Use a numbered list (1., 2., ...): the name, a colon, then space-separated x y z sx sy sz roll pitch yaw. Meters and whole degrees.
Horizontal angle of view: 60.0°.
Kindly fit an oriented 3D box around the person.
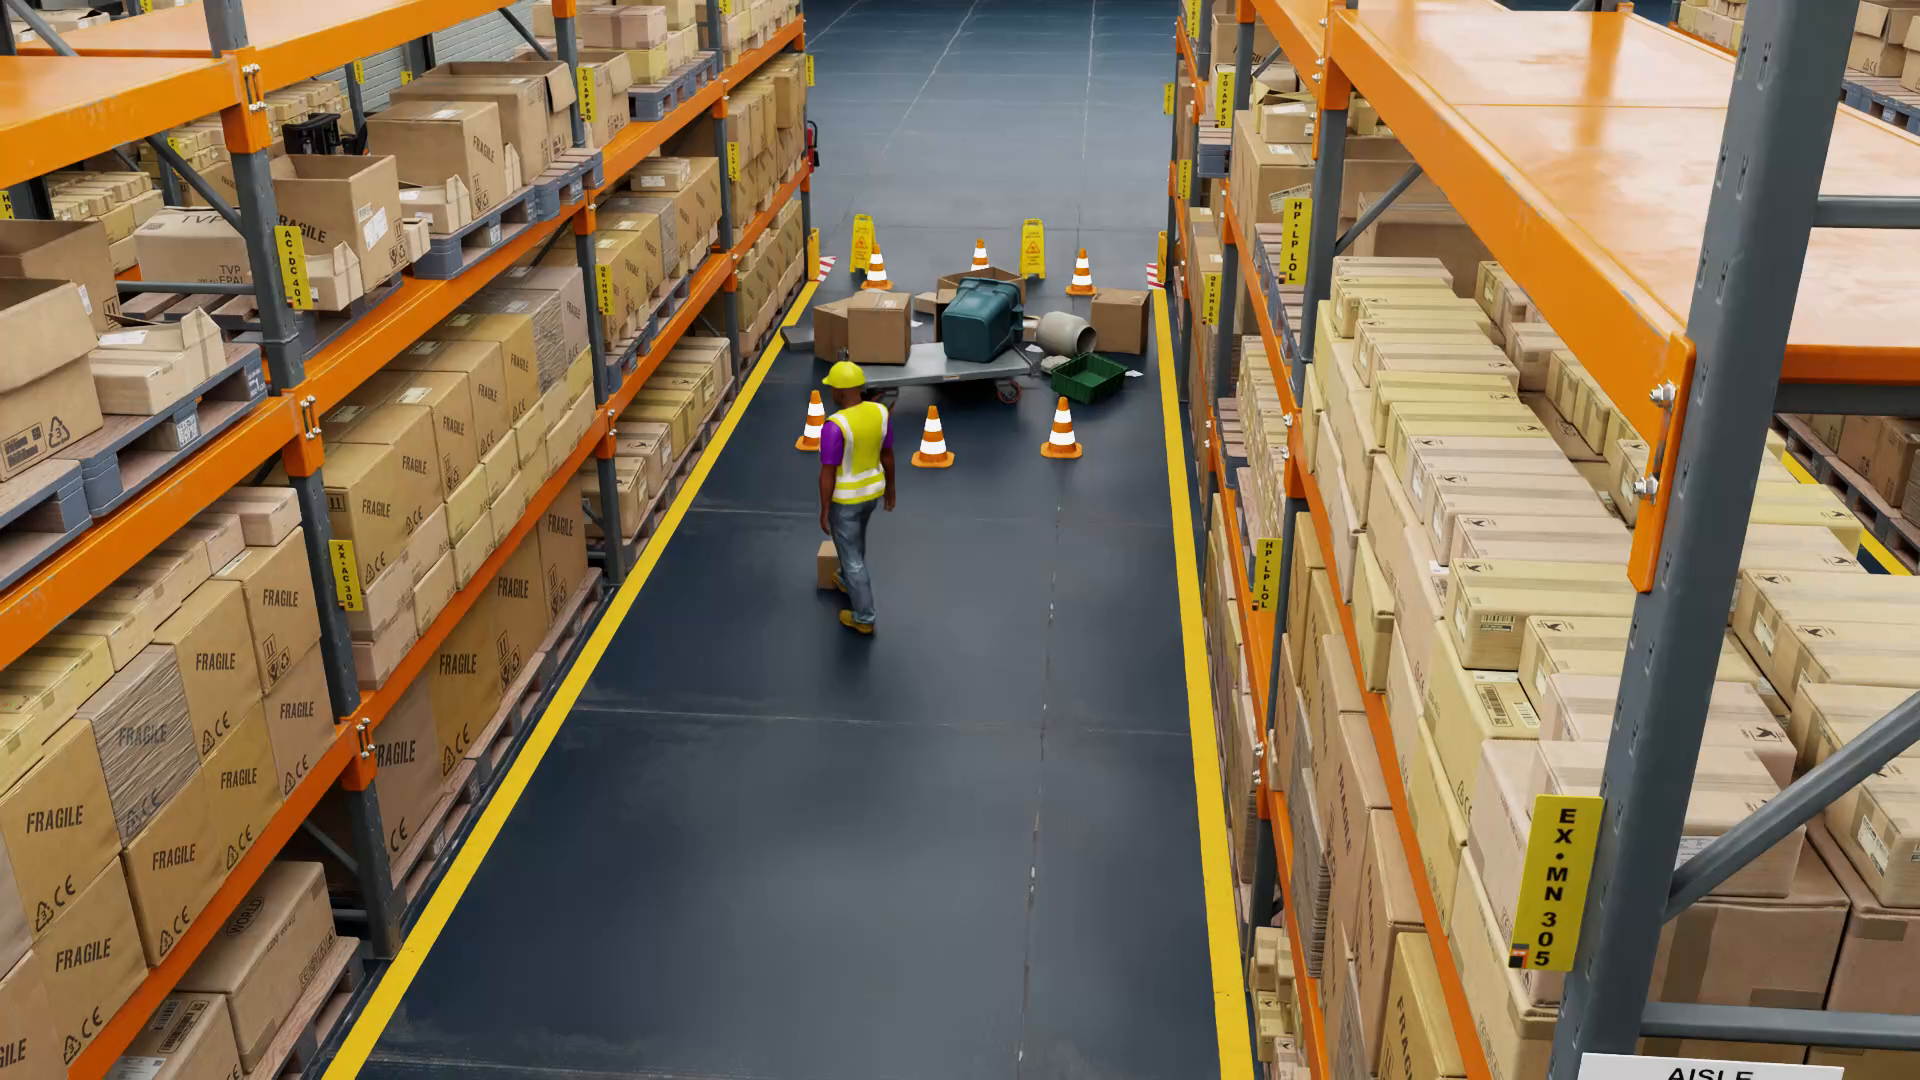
1. person: -0.775 -0.337 10.698 0.614 1.746 0.816 -22 32 -40
